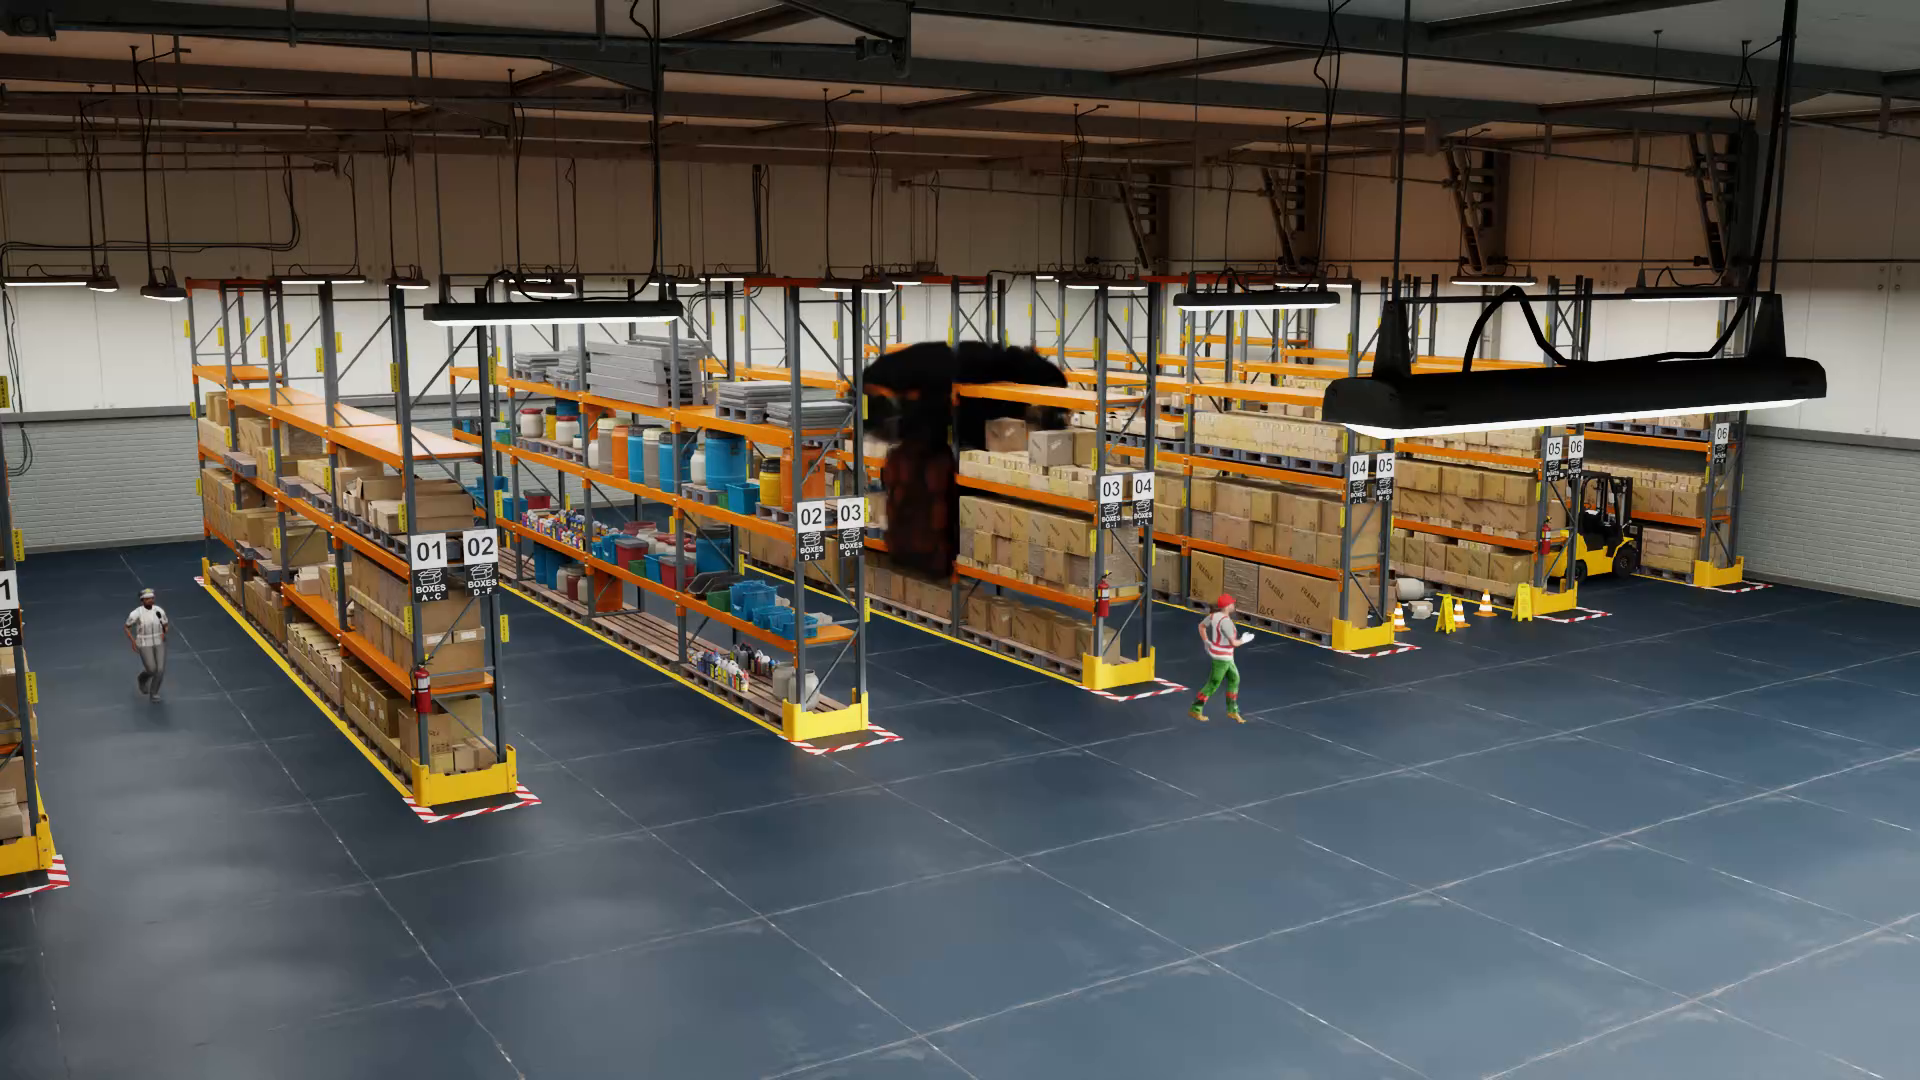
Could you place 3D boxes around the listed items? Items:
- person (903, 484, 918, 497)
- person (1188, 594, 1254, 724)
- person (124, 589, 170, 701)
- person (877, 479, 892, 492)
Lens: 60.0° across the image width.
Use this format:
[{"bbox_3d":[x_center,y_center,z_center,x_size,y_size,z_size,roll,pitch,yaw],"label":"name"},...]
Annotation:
[{"bbox_3d":[-1.313,-1.469,42.044,0.809,1.581,0.580,4,10,22],"label":"person"},{"bbox_3d":[3.569,1.646,22.781,0.886,1.840,0.646,0,10,-1],"label":"person"},{"bbox_3d":[-11.684,1.520,24.025,0.553,1.661,0.570,9,13,44],"label":"person"},{"bbox_3d":[-1.932,-1.757,43.258,0.653,1.724,0.574,4,10,22],"label":"person"}]
